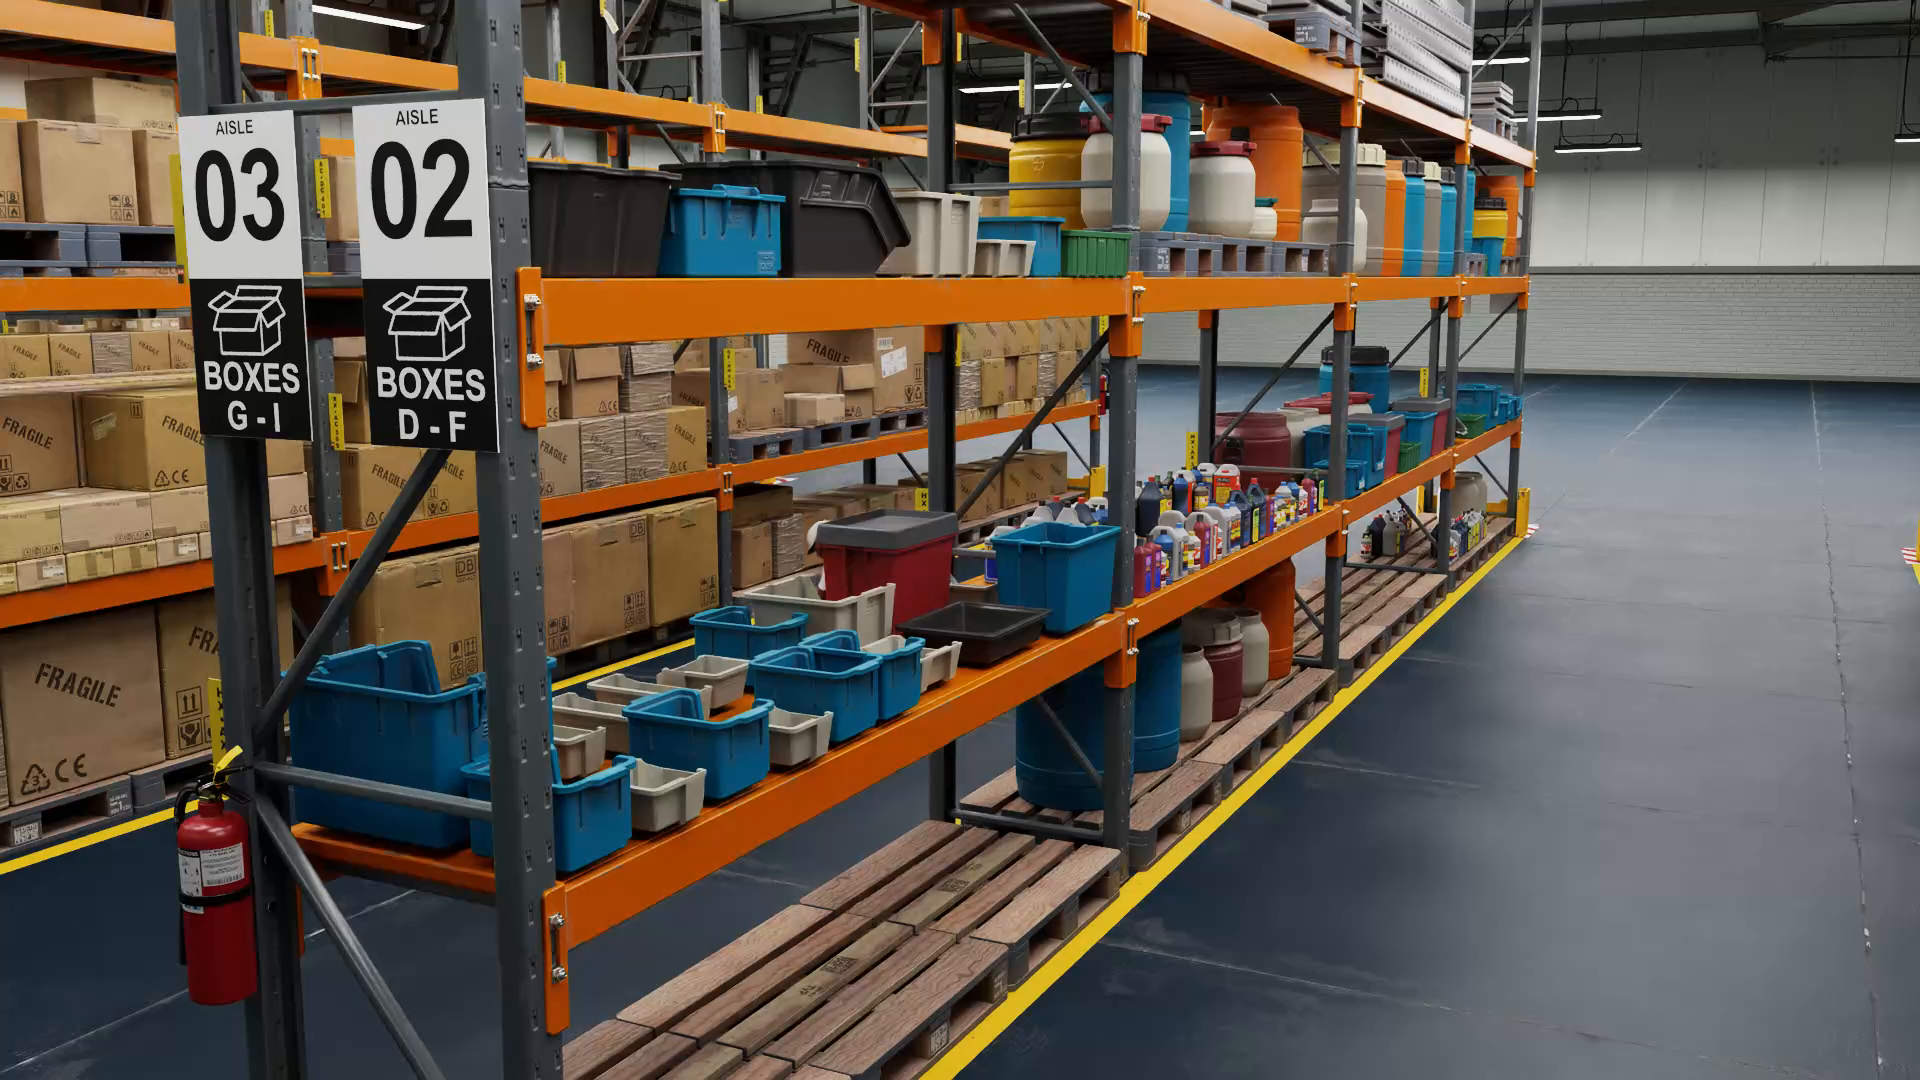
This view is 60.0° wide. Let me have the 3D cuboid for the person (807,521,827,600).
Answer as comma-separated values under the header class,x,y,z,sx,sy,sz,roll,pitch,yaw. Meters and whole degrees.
class,x,y,z,sx,sy,sz,roll,pitch,yaw
person,-0.761,0.371,12.417,0.894,1.002,0.586,4,10,26
